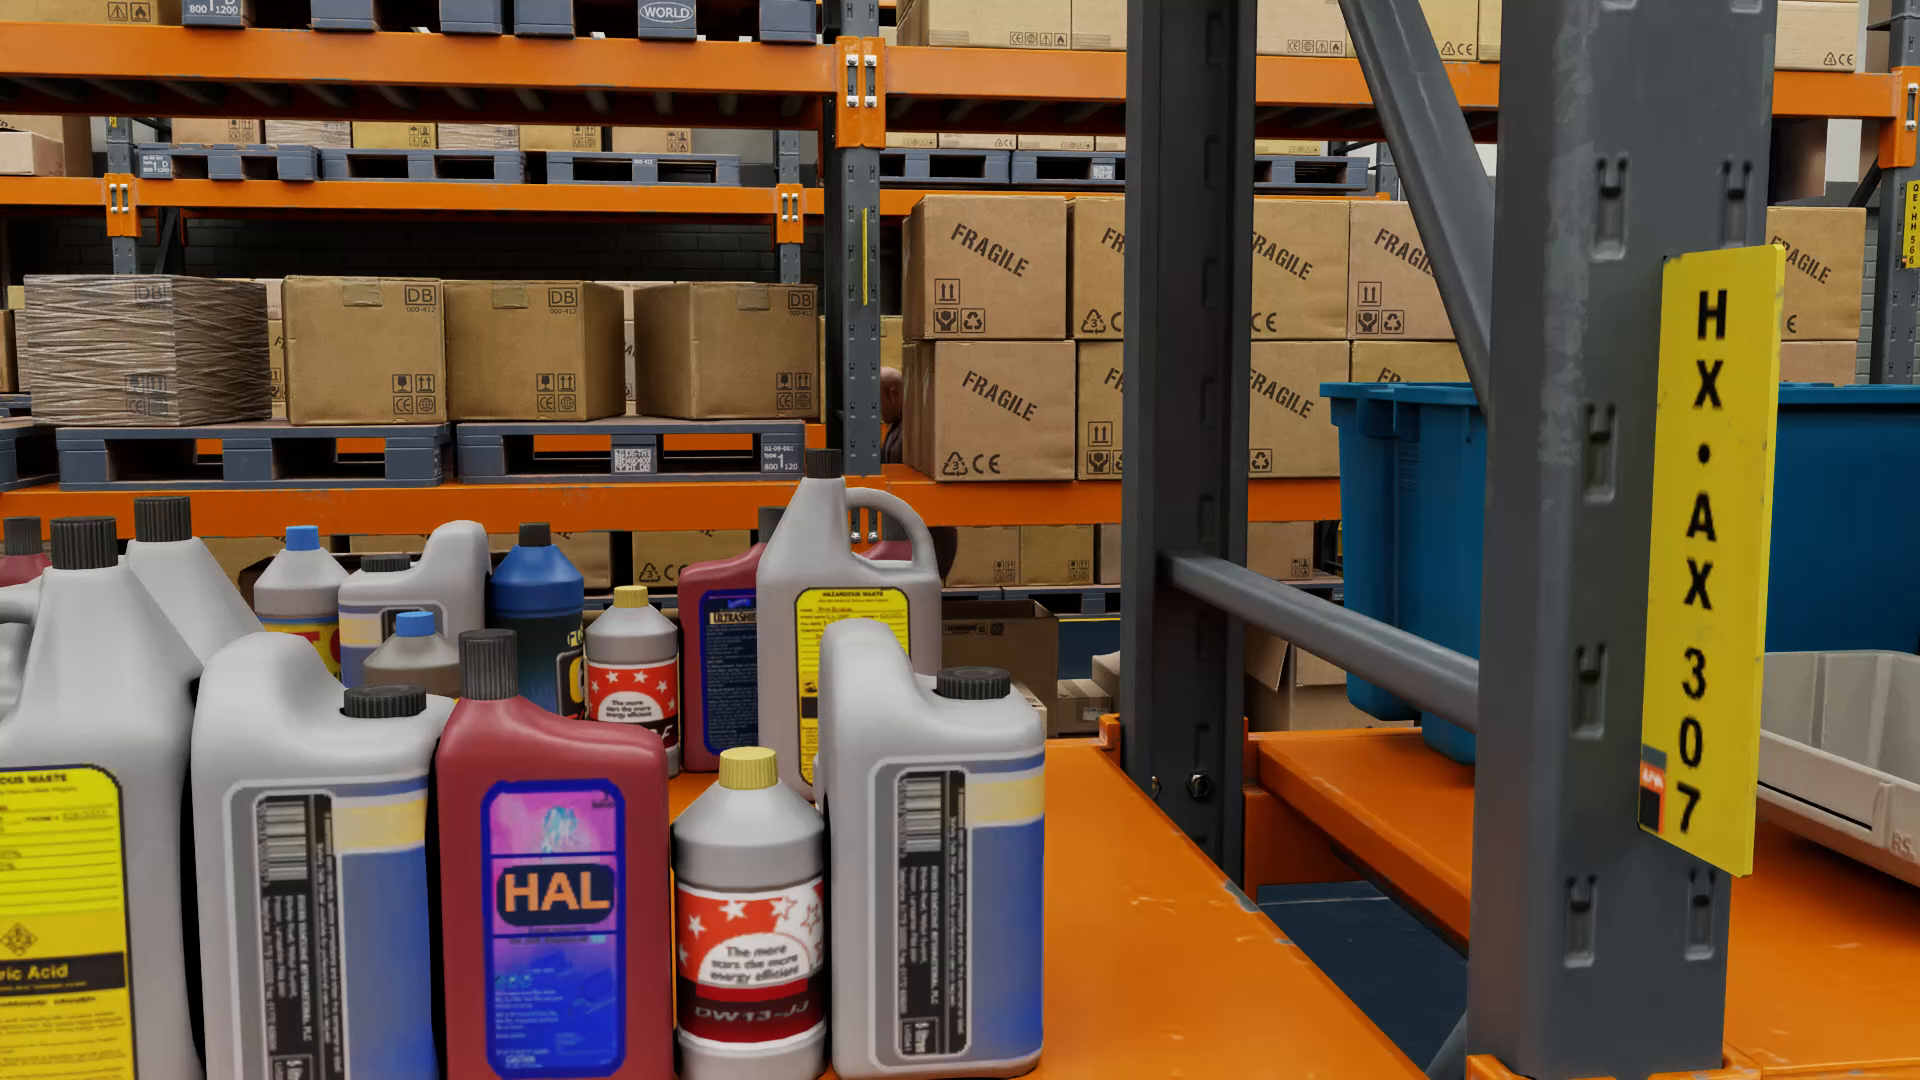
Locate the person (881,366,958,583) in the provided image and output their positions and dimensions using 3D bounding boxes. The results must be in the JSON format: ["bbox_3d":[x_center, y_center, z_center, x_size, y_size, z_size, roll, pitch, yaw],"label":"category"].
[{"bbox_3d":[-0.242,0.105,7.910,0.466,1.549,0.599,-1,6,-10],"label":"person"}]
